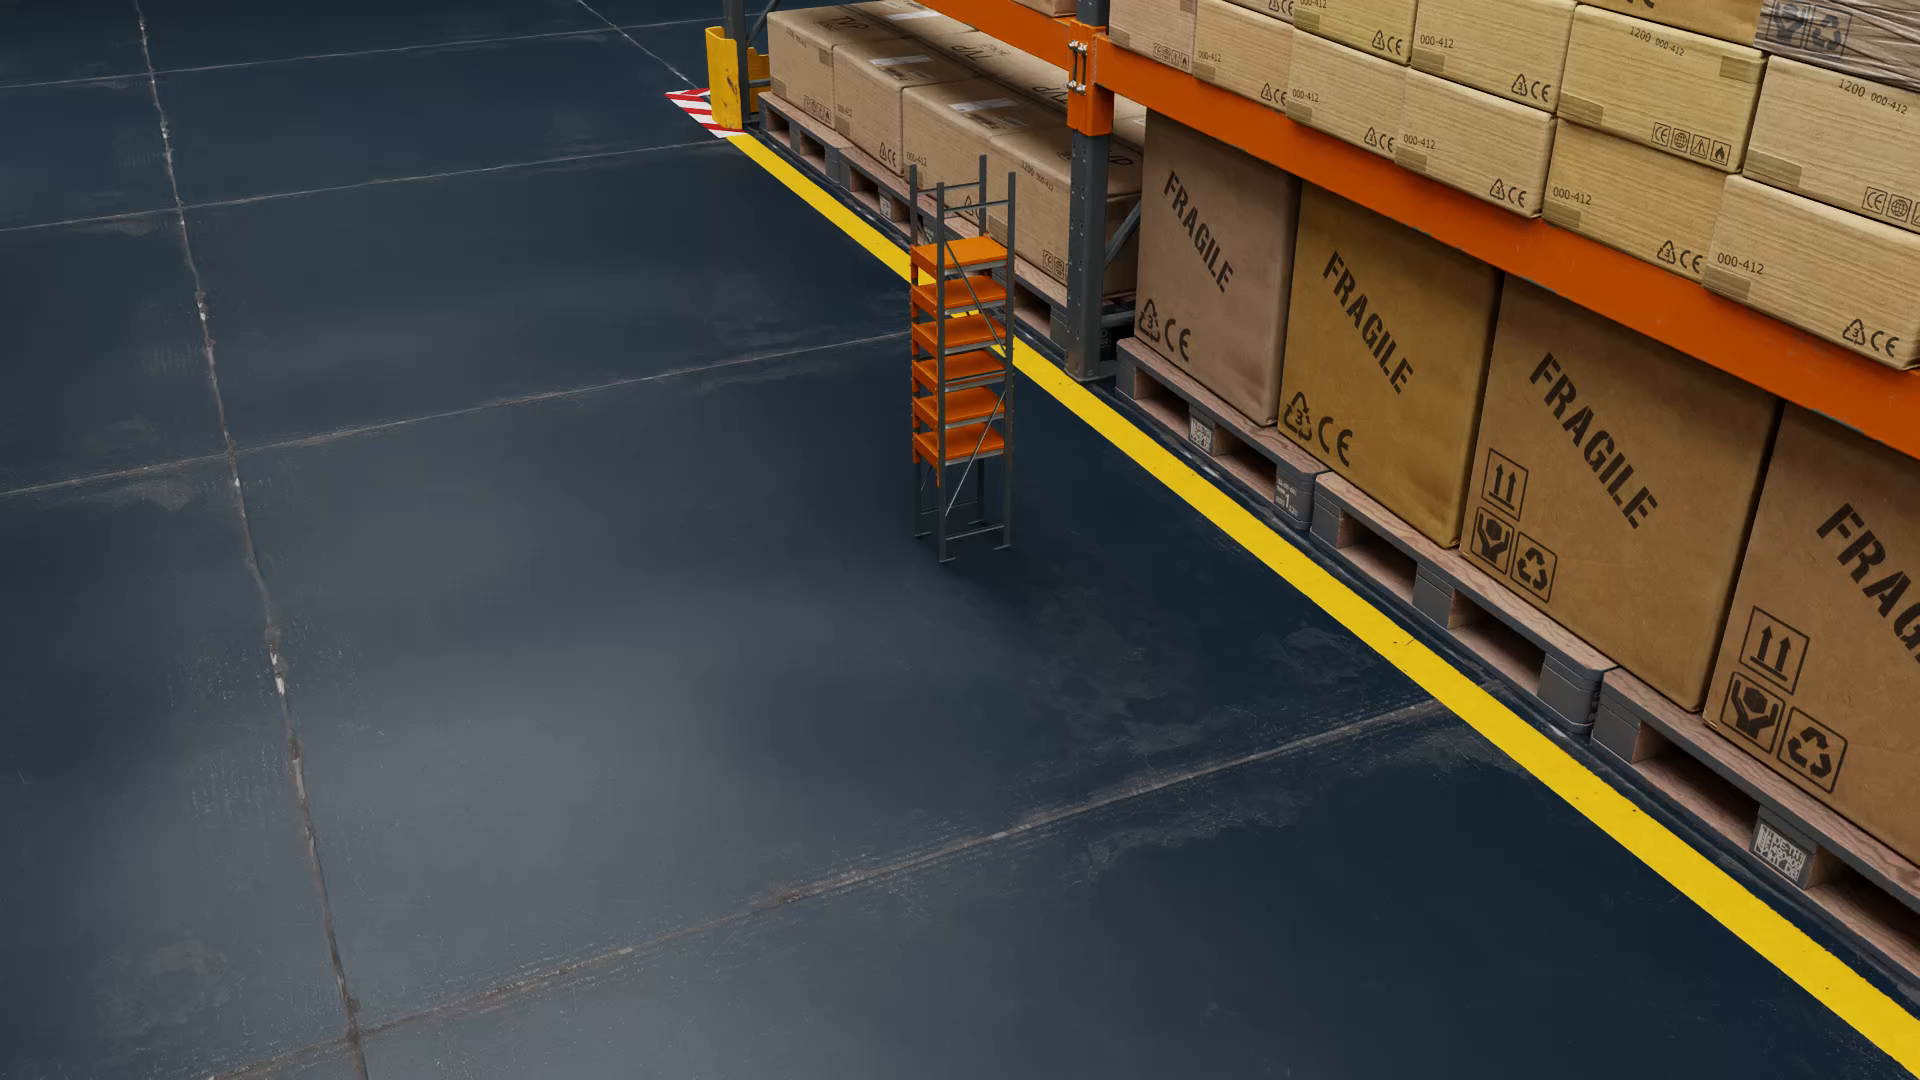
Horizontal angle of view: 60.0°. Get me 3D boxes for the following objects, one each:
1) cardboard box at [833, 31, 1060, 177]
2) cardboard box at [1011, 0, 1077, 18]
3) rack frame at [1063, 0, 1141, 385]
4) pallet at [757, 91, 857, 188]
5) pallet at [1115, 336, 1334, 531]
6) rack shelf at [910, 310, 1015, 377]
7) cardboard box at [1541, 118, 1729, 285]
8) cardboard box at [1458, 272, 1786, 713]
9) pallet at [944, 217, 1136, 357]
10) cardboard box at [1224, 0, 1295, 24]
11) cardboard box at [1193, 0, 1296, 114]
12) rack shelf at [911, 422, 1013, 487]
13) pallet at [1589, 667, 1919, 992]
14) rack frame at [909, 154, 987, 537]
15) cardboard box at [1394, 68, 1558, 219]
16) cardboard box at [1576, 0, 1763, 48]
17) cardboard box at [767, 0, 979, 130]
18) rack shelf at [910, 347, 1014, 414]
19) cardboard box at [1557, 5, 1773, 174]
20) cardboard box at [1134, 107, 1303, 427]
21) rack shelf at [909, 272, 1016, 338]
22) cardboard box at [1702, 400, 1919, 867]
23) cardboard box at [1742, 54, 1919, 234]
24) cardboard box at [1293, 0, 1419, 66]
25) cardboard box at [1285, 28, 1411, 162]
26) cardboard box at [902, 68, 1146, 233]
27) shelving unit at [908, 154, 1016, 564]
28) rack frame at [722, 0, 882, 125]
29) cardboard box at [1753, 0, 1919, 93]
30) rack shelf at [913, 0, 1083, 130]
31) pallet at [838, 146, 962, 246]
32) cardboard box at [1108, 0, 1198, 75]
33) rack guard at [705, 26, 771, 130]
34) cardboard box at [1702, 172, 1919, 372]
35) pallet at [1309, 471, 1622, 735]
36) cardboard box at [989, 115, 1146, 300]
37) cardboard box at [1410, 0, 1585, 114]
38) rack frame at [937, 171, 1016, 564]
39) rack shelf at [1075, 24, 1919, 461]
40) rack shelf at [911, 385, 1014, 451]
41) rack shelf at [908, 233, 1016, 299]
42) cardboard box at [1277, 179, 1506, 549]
[{"bbox_3d":[-0.067,-2.187,8.274,0.875,0.438,0.875,-12,32,-21],"label":"cardboard box"},{"bbox_3d":[0.447,-2.223,6.045,0.500,0.500,0.500,-13,32,-22],"label":"cardboard box"},{"bbox_3d":[0.877,-2.028,5.799,1.000,3.000,0.127,-13,32,-22],"label":"rack frame"},{"bbox_3d":[-0.427,-2.242,9.032,1.003,0.211,1.213,-13,32,-22],"label":"pallet"},{"bbox_3d":[1.276,-0.487,5.902,1.003,0.211,1.213,-13,32,-22],"label":"pallet"},{"bbox_3d":[0.006,-0.583,4.908,0.258,0.103,0.180,-13,32,-22],"label":"rack shelf"},{"bbox_3d":[1.707,-0.813,3.786,0.500,0.250,0.500,-13,32,-22],"label":"cardboard box"},{"bbox_3d":[1.993,-0.235,4.345,0.875,0.875,0.875,-13,32,-21],"label":"cardboard box"},{"bbox_3d":[0.621,-1.164,7.110,1.003,0.211,1.213,-13,32,-22],"label":"pallet"},{"bbox_3d":[1.060,-1.702,4.861,0.500,0.250,0.500,-13,32,-21],"label":"cardboard box"},{"bbox_3d":[1.051,-1.484,4.984,0.500,0.250,0.500,-14,32,-23],"label":"cardboard box"},{"bbox_3d":[0.006,-0.269,5.084,0.258,0.103,0.180,-13,32,-22],"label":"rack shelf"},{"bbox_3d":[2.323,0.591,3.980,1.003,0.211,1.213,-13,32,-22],"label":"pallet"},{"bbox_3d":[-0.033,-0.557,5.017,0.240,1.200,0.006,-13,32,-22],"label":"rack frame"},{"bbox_3d":[1.462,-1.032,4.177,0.500,0.250,0.500,-14,32,-23],"label":"cardboard box"},{"bbox_3d":[1.701,-1.360,3.484,0.500,0.500,0.500,-13,32,-22],"label":"cardboard box"},{"bbox_3d":[-0.467,-2.590,8.992,0.875,0.438,0.875,-14,32,-24],"label":"cardboard box"},{"bbox_3d":[0.006,-0.478,4.967,0.258,0.103,0.180,-13,32,-22],"label":"rack shelf"},{"bbox_3d":[1.695,-1.022,3.647,0.500,0.250,0.500,-14,32,-23],"label":"cardboard box"},{"bbox_3d":[1.215,-1.027,5.758,0.875,0.875,0.875,-12,31,-20],"label":"cardboard box"},{"bbox_3d":[0.006,-0.688,4.849,0.258,0.103,0.180,-13,32,-22],"label":"rack shelf"},{"bbox_3d":[2.372,0.160,3.641,0.875,0.875,0.875,-13,32,-22],"label":"cardboard box"},{"bbox_3d":[1.933,-0.800,3.252,0.500,0.250,0.500,-14,32,-23],"label":"cardboard box"},{"bbox_3d":[1.253,-1.474,4.454,0.500,0.250,0.500,-13,32,-21],"label":"cardboard box"},{"bbox_3d":[1.256,-1.255,4.574,0.500,0.250,0.500,-13,32,-22],"label":"cardboard box"},{"bbox_3d":[0.319,-1.789,7.563,0.875,0.438,0.875,-14,32,-23],"label":"cardboard box"},{"bbox_3d":[0.006,-0.517,4.945,0.258,1.200,0.189,-13,32,-22],"label":"shelving unit"},{"bbox_3d":[-0.841,-3.795,8.951,1.000,3.000,0.127,-13,32,-22],"label":"rack frame"},{"bbox_3d":[1.908,-1.139,3.090,0.500,0.500,0.500,-13,32,-21],"label":"cardboard box"},{"bbox_3d":[0.018,-2.598,7.551,1.077,0.370,4.000,-13,32,-22],"label":"rack shelf"},{"bbox_3d":[0.093,-1.704,8.072,1.003,0.211,1.213,-13,32,-22],"label":"pallet"},{"bbox_3d":[0.827,-1.713,5.391,0.500,0.250,0.500,-14,32,-23],"label":"cardboard box"},{"bbox_3d":[-0.851,-2.715,9.581,1.175,0.500,0.348,-13,32,-22],"label":"rack guard"},{"bbox_3d":[1.909,-0.587,3.383,0.500,0.250,0.500,-13,32,-21],"label":"cardboard box"},{"bbox_3d":[1.804,0.053,4.939,1.003,0.211,1.213,-13,32,-22],"label":"pallet"},{"bbox_3d":[0.704,-1.393,6.858,0.875,0.438,0.875,-14,32,-23],"label":"cardboard box"},{"bbox_3d":[1.471,-1.251,4.056,0.500,0.250,0.500,-14,32,-23],"label":"cardboard box"},{"bbox_3d":[0.046,-0.477,4.873,0.240,1.200,0.006,-13,32,-22],"label":"rack frame"},{"bbox_3d":[1.735,-0.831,4.400,1.077,0.370,4.000,-13,32,-22],"label":"rack shelf"},{"bbox_3d":[0.006,-0.374,5.026,0.258,0.103,0.180,-13,32,-22],"label":"rack shelf"},{"bbox_3d":[0.006,-0.792,4.791,0.258,0.103,0.180,-13,32,-22],"label":"rack shelf"},{"bbox_3d":[1.610,-0.630,5.049,0.875,0.875,0.875,-12,31,-21],"label":"cardboard box"}]
